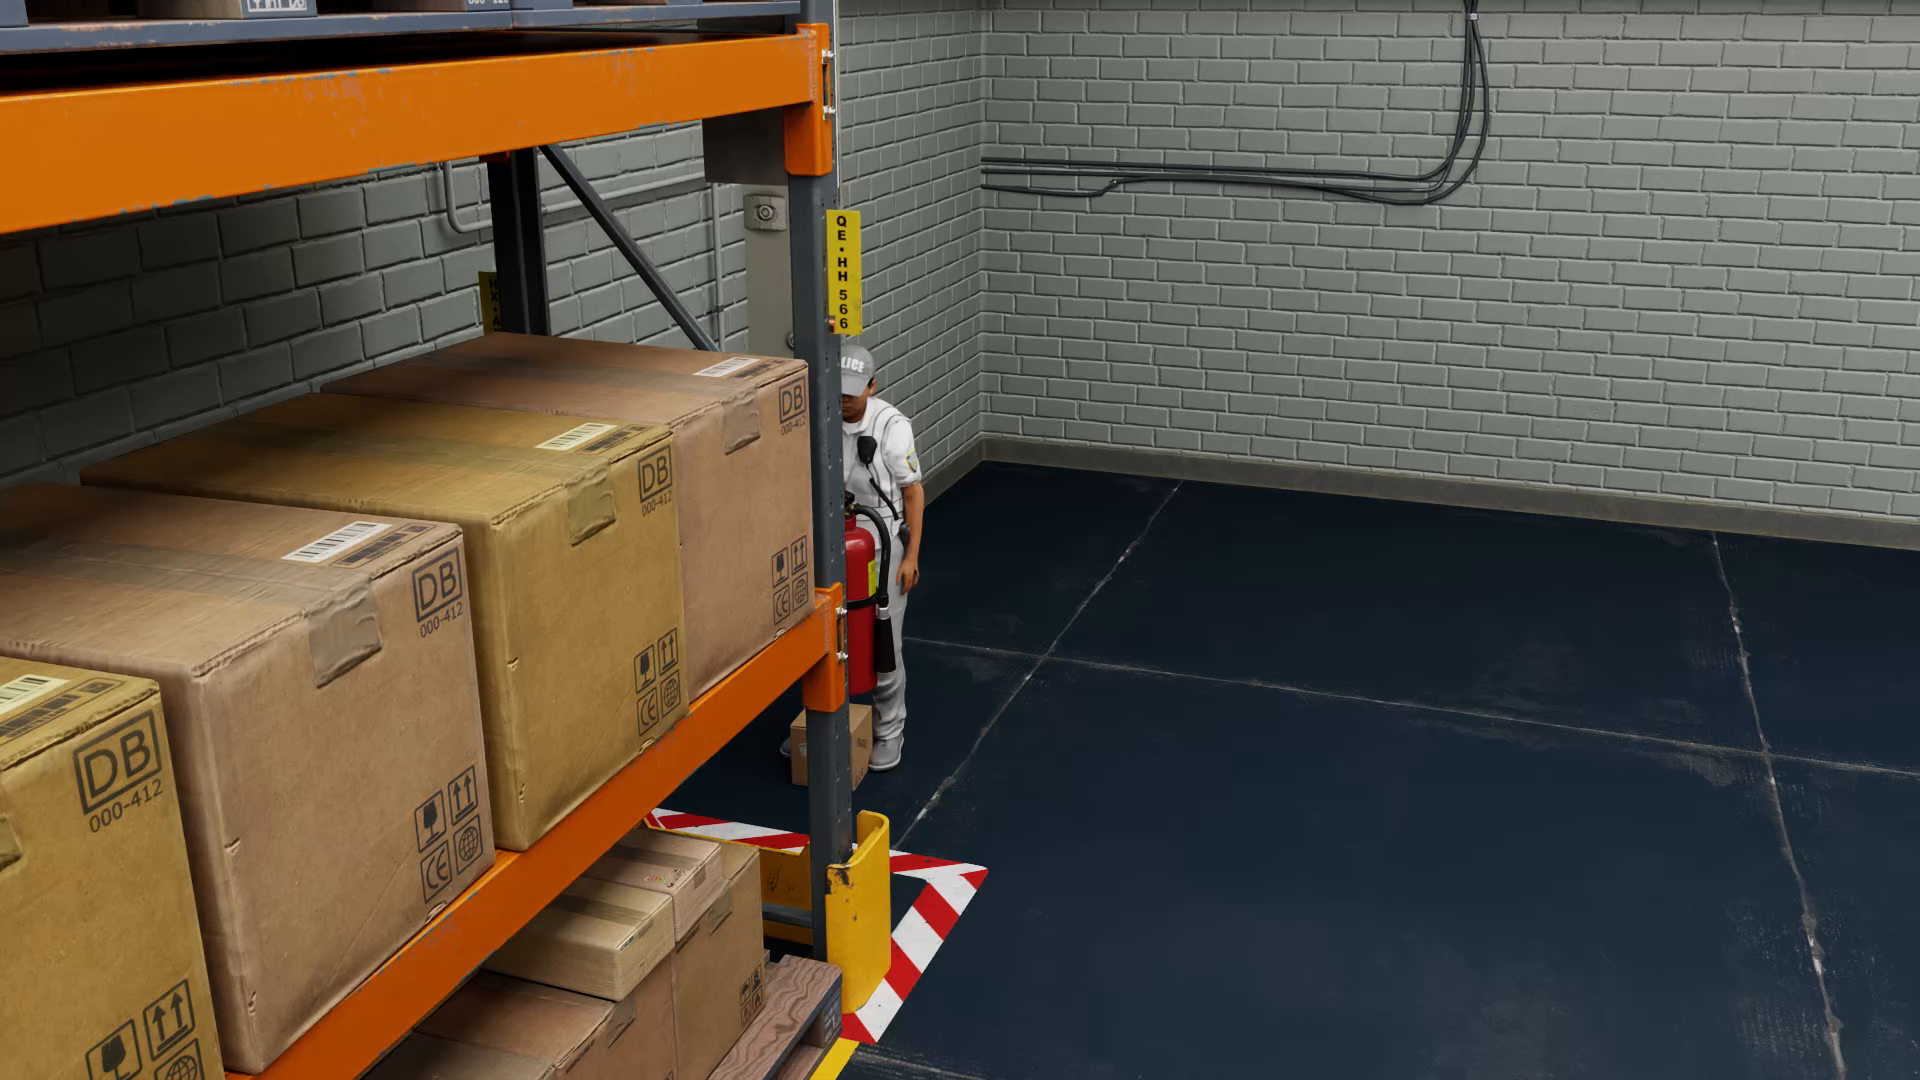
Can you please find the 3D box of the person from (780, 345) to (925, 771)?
[{"bbox_3d":[-0.420,0.056,6.388,0.559,1.665,0.469,5,19,15],"label":"person"}]
